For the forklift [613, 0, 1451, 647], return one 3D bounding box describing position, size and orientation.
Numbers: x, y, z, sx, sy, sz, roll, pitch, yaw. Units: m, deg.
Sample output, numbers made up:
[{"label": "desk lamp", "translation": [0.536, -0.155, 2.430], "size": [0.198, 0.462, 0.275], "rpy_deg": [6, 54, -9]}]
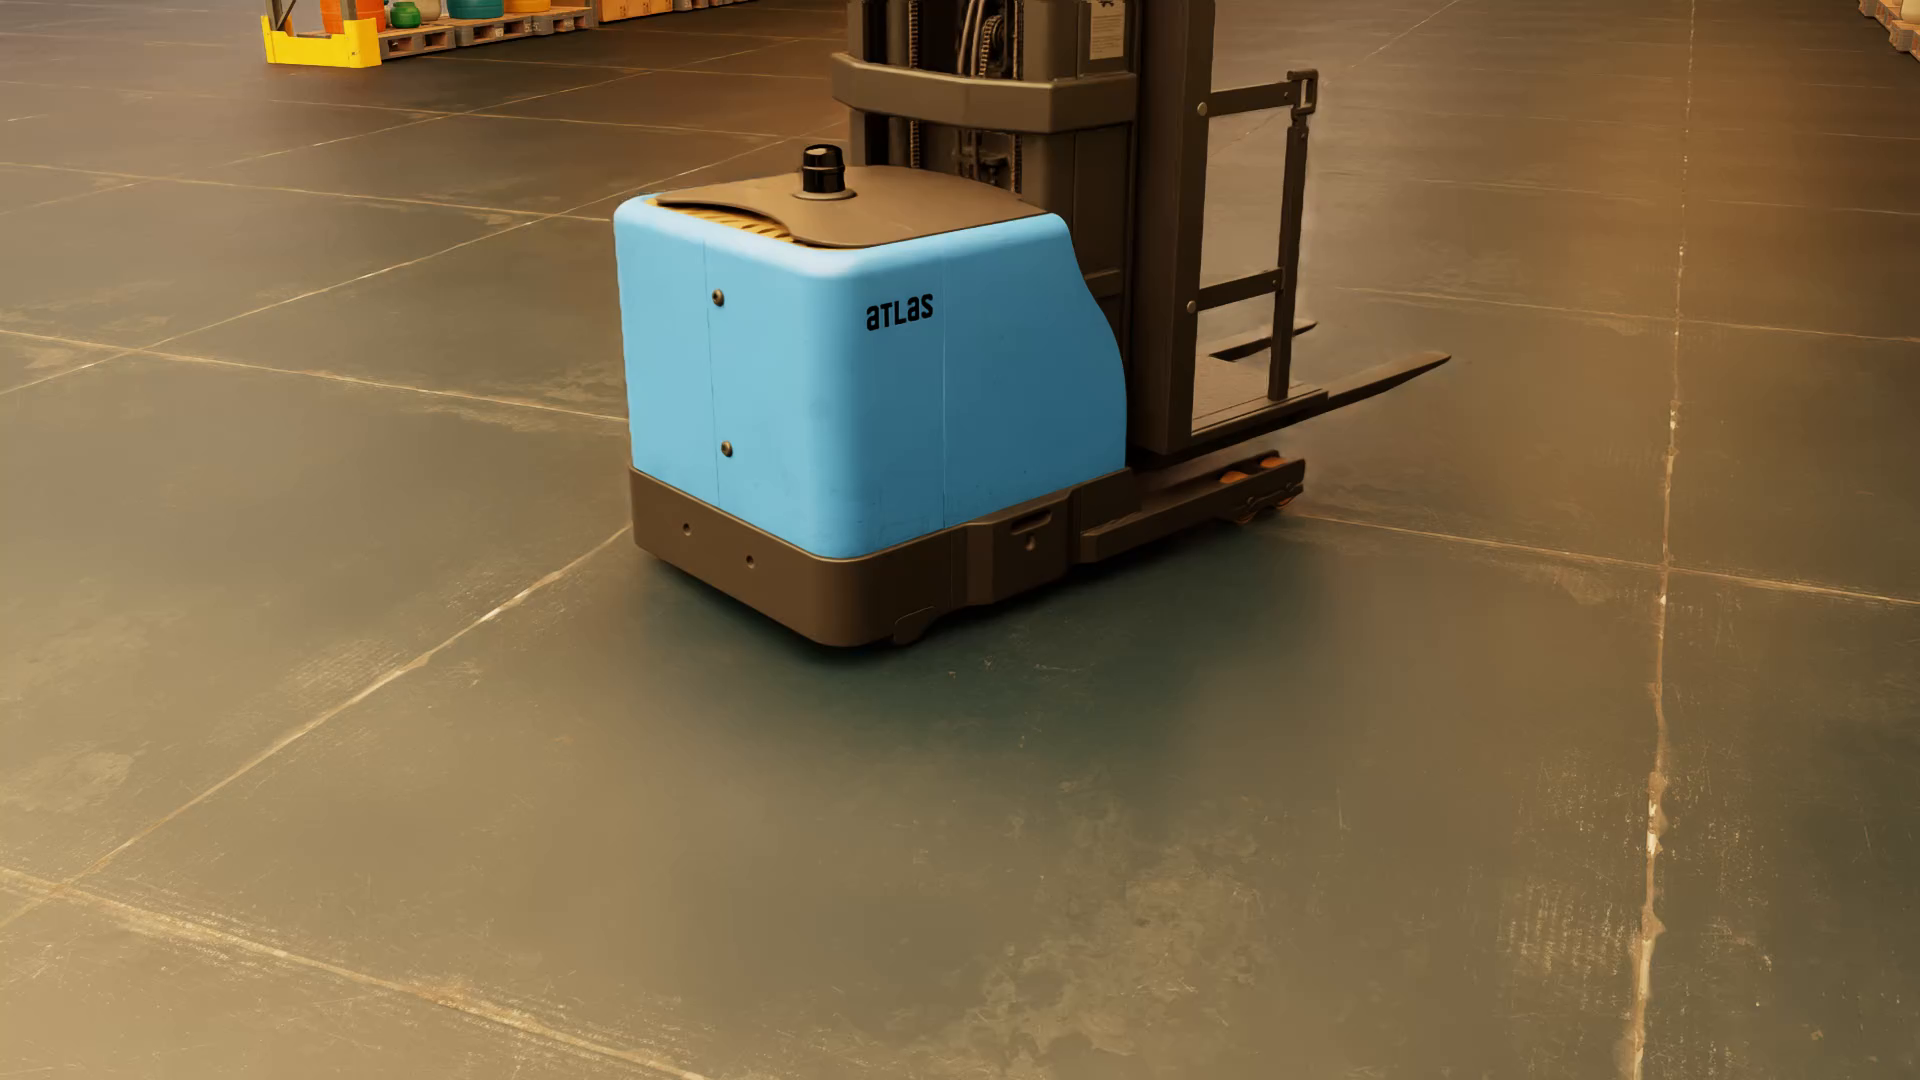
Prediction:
[{"label": "forklift", "translation": [0.469, -1.535, 4.965], "size": [3.031, 2.935, 1.130], "rpy_deg": [-19, 29, -38]}]
